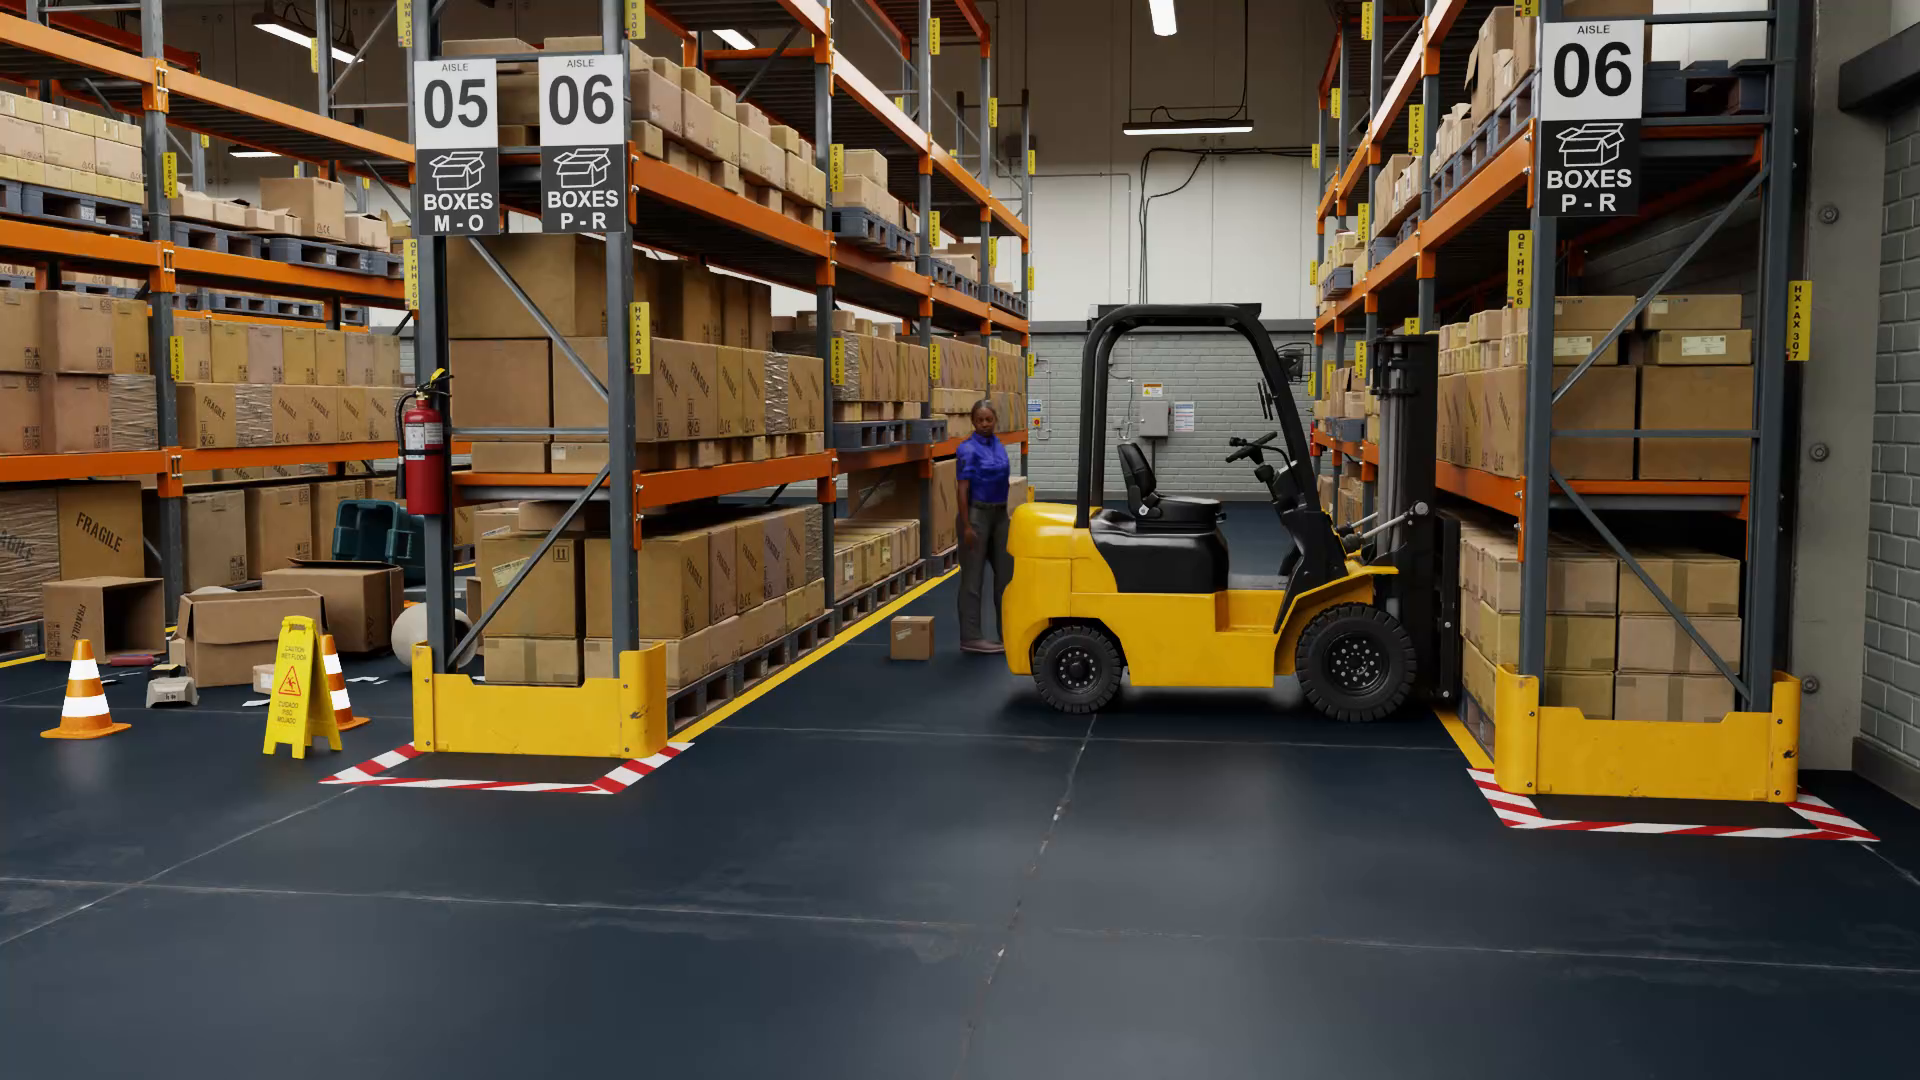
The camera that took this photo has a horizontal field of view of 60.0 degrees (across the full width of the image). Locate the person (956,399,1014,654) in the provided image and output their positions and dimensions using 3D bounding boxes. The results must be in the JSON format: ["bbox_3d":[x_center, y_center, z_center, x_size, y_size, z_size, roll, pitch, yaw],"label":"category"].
[{"bbox_3d":[0.199,-0.085,10.959,0.496,1.678,0.413,-4,6,-44],"label":"person"}]
